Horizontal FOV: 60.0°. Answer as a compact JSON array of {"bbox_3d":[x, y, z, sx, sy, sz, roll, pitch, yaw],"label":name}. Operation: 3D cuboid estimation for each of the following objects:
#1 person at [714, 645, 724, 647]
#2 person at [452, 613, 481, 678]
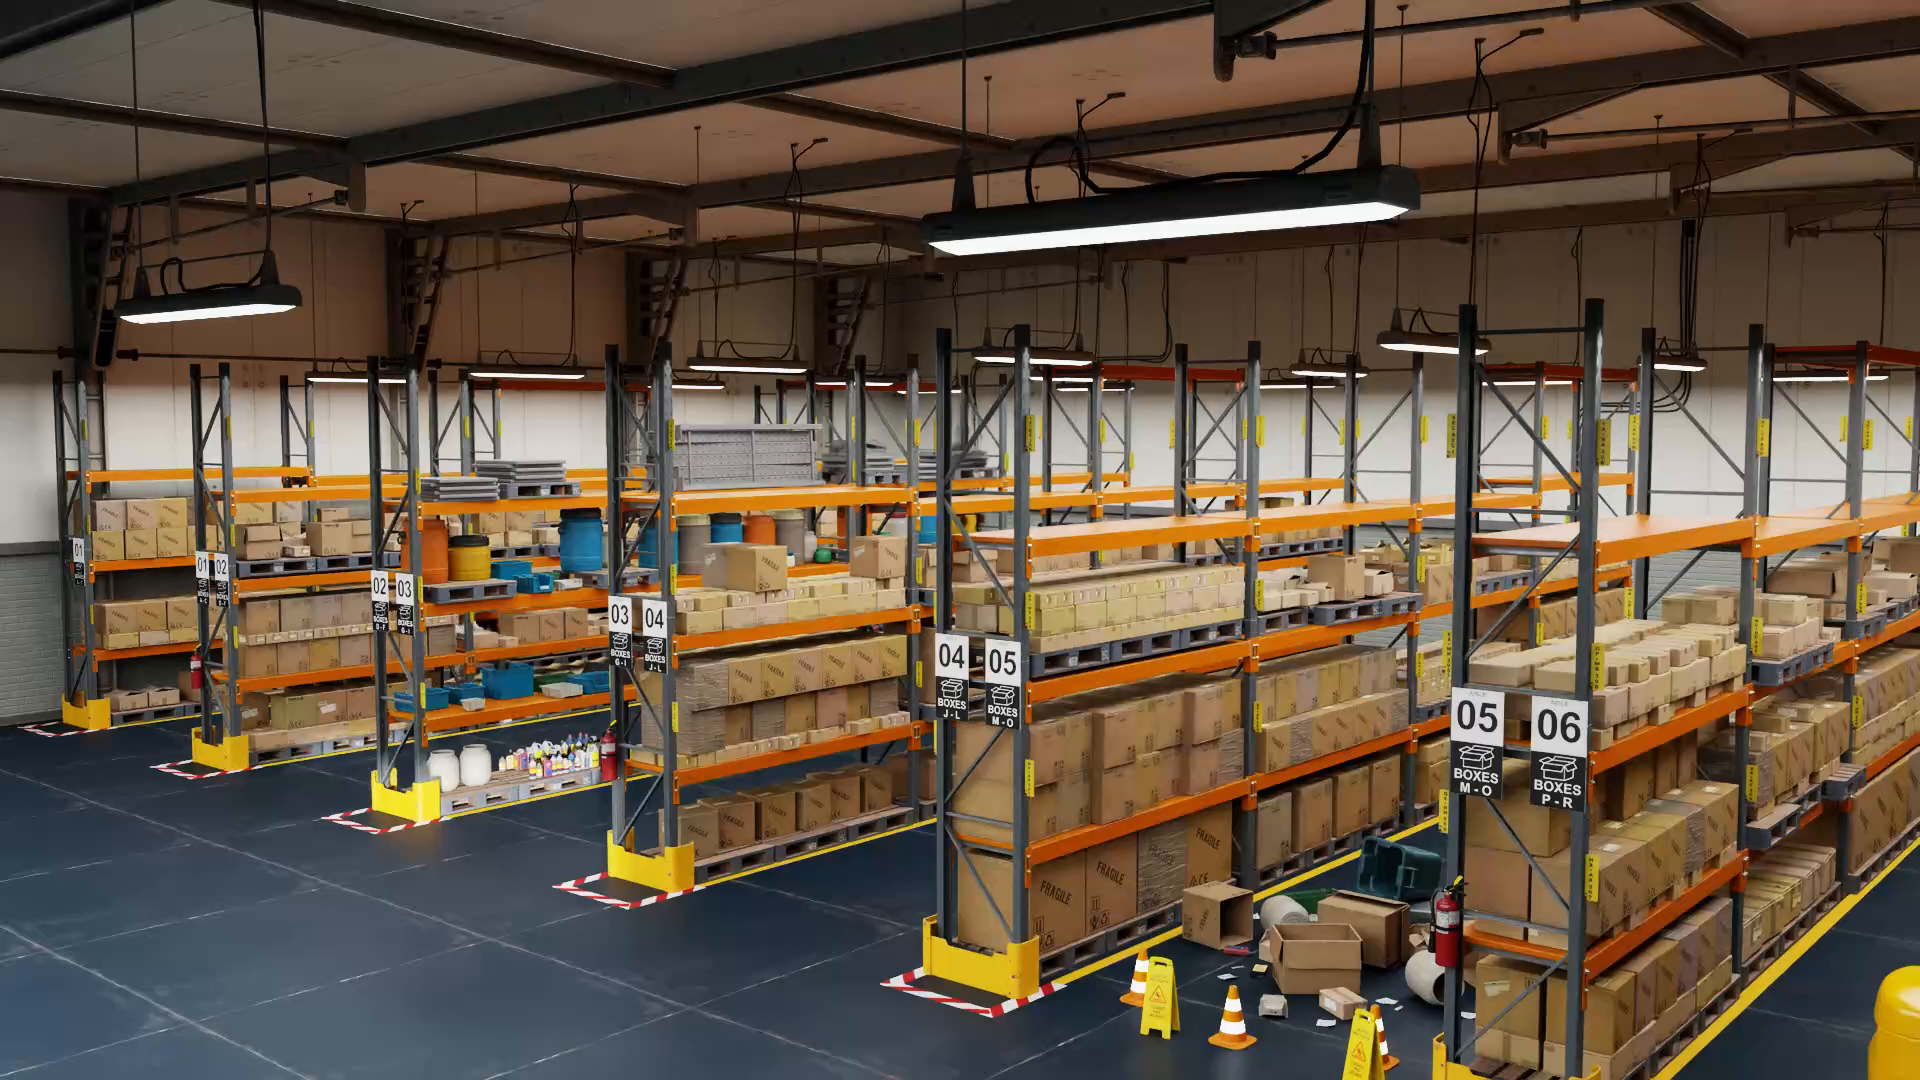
[{"bbox_3d":[-4.104,2.269,28.761,0.582,1.708,0.758,3,5,34],"label":"person"},{"bbox_3d":[-9.082,2.082,30.127,0.688,1.788,0.891,2,5,29],"label":"person"}]
